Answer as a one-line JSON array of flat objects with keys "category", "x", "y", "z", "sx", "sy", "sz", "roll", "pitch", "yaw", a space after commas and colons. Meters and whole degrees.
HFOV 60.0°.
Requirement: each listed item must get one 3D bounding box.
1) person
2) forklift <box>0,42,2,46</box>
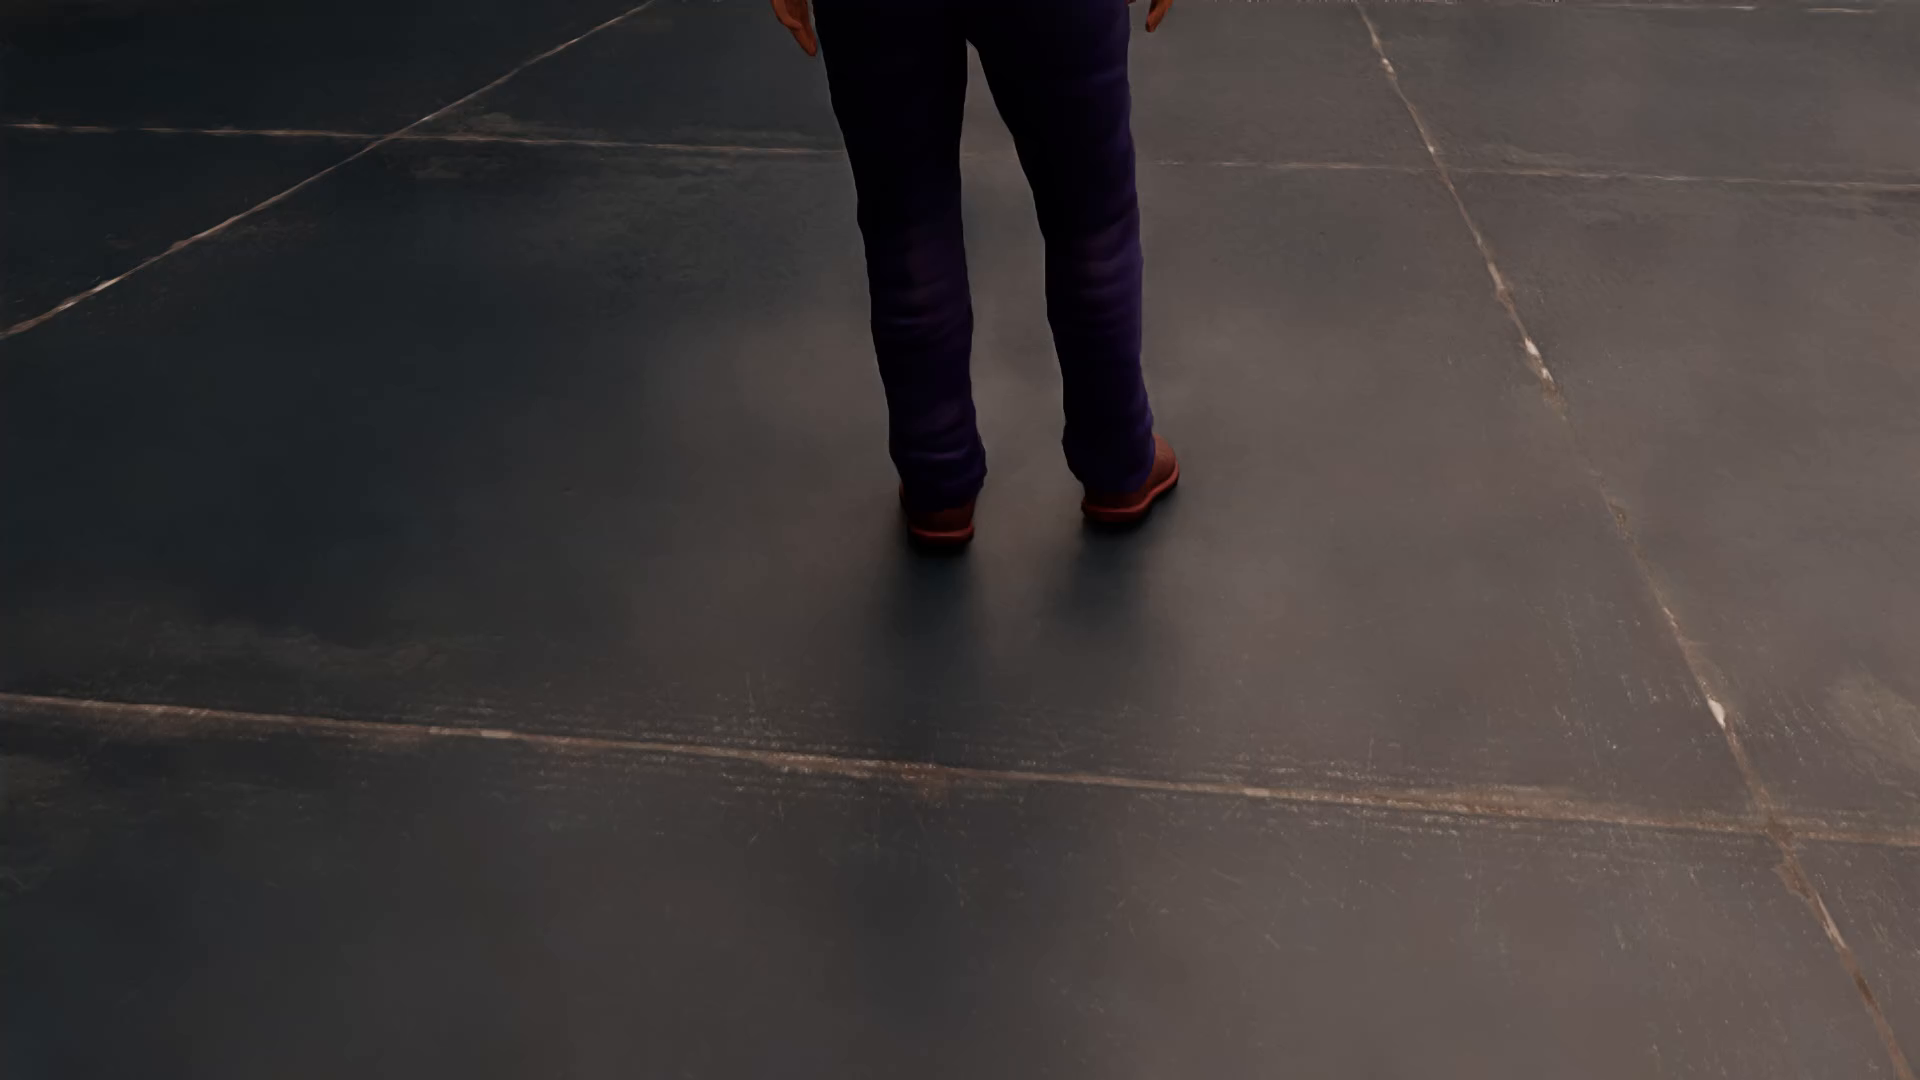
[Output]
[{"category": "person", "x": 0.035, "y": -0.782, "z": 2.206, "sx": 0.599, "sy": 1.650, "sz": 0.502, "roll": 3, "pitch": 27, "yaw": 7}, {"category": "forklift", "x": -3.873, "y": -2.077, "z": 3.380, "sx": 1.130, "sy": 2.935, "sz": 3.031, "roll": 13, "pitch": 29, "yaw": 24}]
